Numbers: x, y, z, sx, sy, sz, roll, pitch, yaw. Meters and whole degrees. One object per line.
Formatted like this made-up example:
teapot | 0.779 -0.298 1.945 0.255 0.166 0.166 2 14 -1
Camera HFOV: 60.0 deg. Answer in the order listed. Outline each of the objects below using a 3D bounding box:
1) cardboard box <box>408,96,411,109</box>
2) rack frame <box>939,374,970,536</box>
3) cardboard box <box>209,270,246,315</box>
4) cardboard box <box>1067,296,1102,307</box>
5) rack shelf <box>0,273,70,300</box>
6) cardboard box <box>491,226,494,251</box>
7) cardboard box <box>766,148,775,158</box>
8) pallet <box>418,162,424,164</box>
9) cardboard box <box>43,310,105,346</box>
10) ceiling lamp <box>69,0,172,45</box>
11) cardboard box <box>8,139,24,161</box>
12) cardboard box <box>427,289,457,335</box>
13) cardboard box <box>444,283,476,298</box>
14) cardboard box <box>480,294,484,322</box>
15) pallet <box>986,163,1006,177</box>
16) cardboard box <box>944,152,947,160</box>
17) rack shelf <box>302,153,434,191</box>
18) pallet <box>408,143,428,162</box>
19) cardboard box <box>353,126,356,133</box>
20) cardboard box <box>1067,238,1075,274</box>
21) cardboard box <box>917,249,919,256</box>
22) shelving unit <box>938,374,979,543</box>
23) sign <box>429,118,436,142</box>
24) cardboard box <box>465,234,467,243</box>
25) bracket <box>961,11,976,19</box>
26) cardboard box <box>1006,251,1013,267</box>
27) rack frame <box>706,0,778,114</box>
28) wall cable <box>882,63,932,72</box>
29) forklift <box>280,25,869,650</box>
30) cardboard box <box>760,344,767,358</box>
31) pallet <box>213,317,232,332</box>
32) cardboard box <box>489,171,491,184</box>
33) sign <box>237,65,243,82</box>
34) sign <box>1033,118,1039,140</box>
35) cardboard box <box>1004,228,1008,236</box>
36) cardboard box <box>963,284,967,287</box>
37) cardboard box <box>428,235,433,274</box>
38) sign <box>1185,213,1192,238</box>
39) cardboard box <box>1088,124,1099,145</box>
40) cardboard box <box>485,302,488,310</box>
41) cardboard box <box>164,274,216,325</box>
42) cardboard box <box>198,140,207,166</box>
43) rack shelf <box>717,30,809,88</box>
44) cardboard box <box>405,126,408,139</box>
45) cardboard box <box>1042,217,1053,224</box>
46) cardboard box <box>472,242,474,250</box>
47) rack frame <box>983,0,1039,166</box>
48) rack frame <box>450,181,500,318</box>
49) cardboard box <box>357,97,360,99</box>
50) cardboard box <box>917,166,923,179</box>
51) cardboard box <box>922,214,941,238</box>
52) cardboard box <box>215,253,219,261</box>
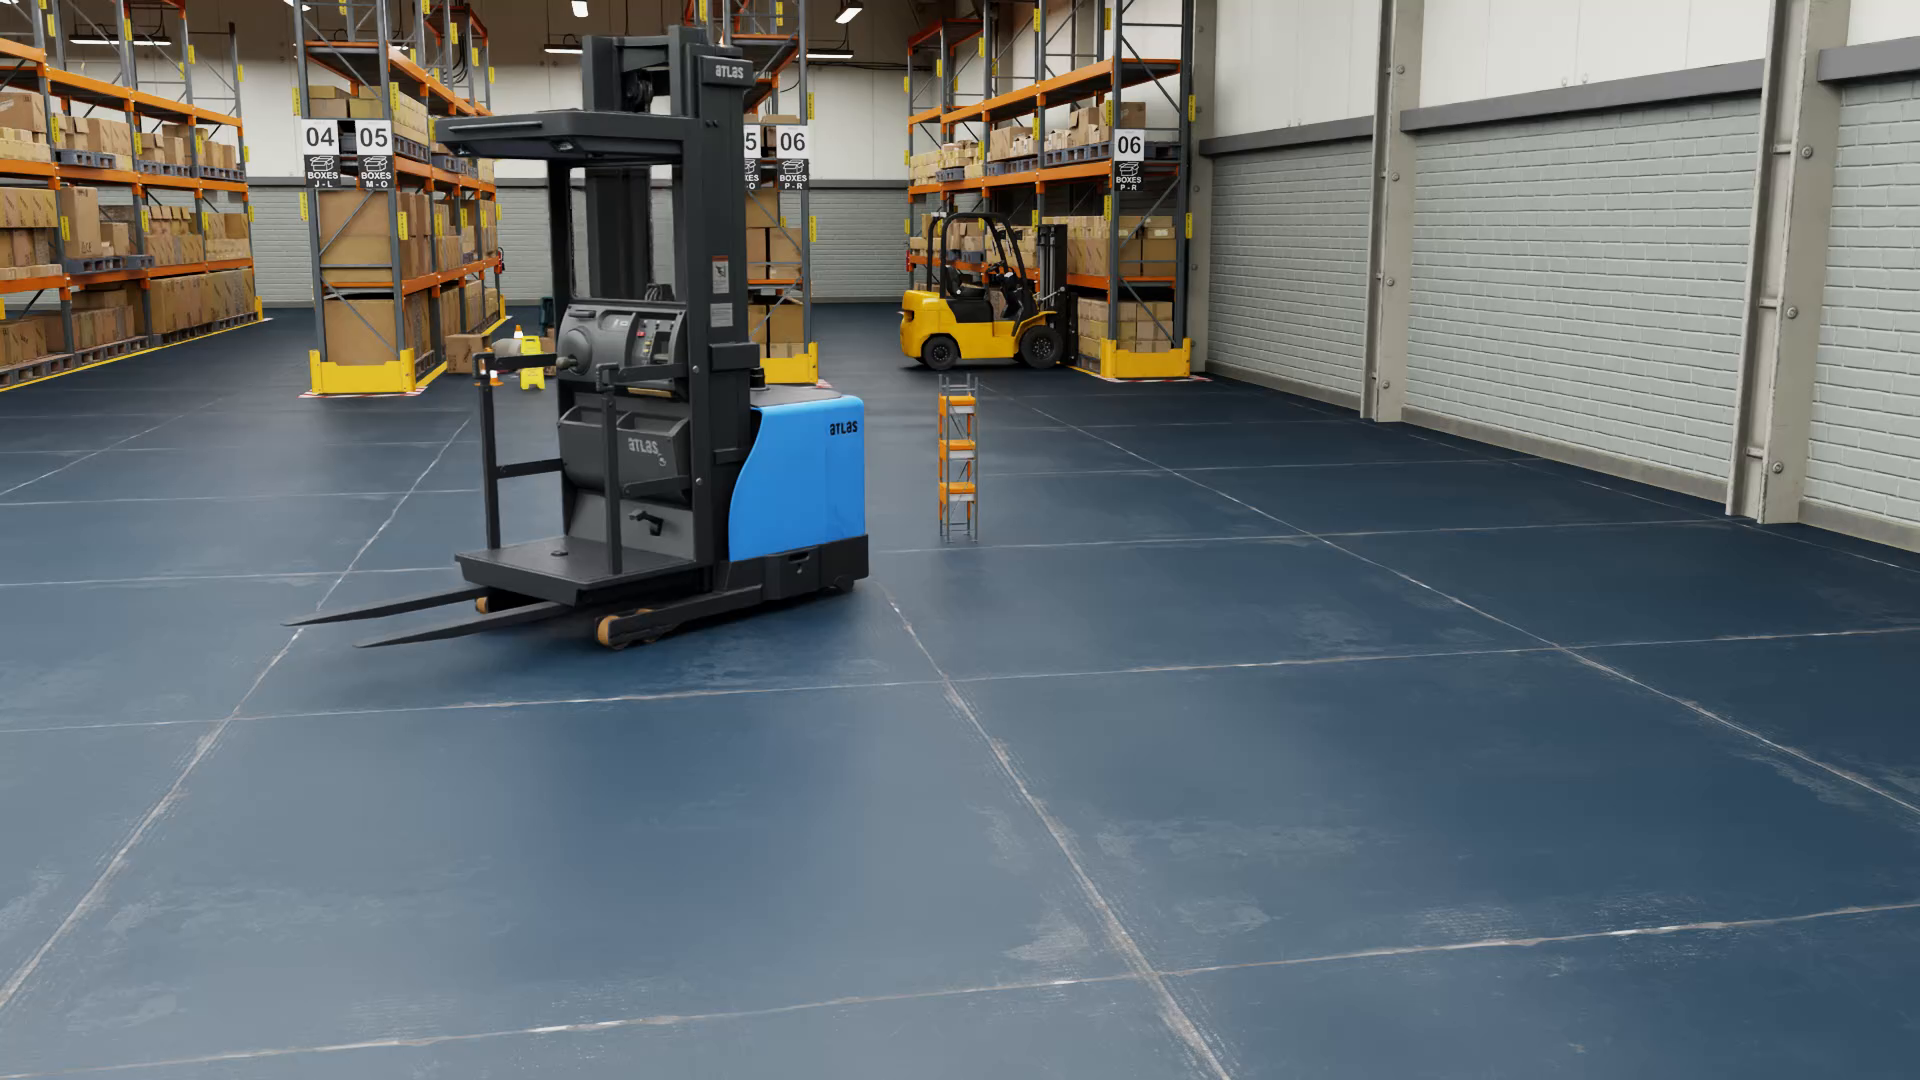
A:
cardboard box | -7.285 -5.637 21.416 0.380 0.149 0.250 -2 11 -10
rack frame | -0.034 -0.548 10.767 0.200 1.050 0.008 -2 11 -11
cardboard box | -14.853 -4.941 33.191 0.875 0.875 0.875 -2 11 -11
cardboard box | 1.769 -3.365 23.911 0.500 0.250 0.500 -2 11 -12
rack shelf | -12.510 -3.138 21.086 1.077 0.370 4.000 -2 11 -11
cardboard box | -9.805 -6.156 33.955 0.500 0.500 0.500 -2 11 -11
cardboard box | -2.285 -4.953 21.346 0.380 0.149 0.250 -2 11 -13
pallet | -8.240 -5.566 24.408 0.805 0.209 1.217 -3 11 -13
cardboard box | -13.180 -3.151 24.737 0.700 0.500 0.500 -3 11 -16
ceiling lamp | -18.143 -12.278 35.524 2.000 3.185 0.800 -2 11 -11
cardboard box | -12.358 -4.995 21.295 0.500 0.250 0.500 -2 11 -11
cardboard box | -8.588 -3.580 26.376 1.050 0.750 0.750 -2 11 -10
cardboard box | -8.871 -4.420 29.454 0.500 0.250 0.500 -2 11 -11
cardboard box | -9.179 -4.339 31.035 0.500 0.500 0.500 -2 11 -12
pallet | 1.132 -6.393 28.746 1.213 0.211 1.003 -2 11 -8
cardboard box | -0.108 -7.454 32.300 0.380 0.149 0.250 -2 11 -12
rack shelf | -7.625 -4.774 21.656 1.077 0.370 4.000 -2 11 -11
pallet | -7.865 -5.300 22.734 1.003 0.211 1.213 -2 11 -11
cardboard box | -7.879 -5.174 21.117 0.380 0.149 0.250 -2 11 -11
cardboard box | 1.815 -4.078 23.830 0.500 0.500 0.500 -2 11 -11
cardboard box | -0.754 -6.362 36.773 0.380 0.149 0.250 -2 11 -10
shelving unit | -0.010 -0.526 10.650 0.215 1.050 0.252 -2 11 -11
sign | -7.470 -5.807 23.568 0.100 0.325 0.005 -2 11 -11
cardboard box | -8.997 -5.364 29.611 0.380 0.149 0.250 -2 11 -9
bracket | -0.047 -11.279 36.261 0.076 0.066 4.783 -2 11 -11
cardboard box | 1.058 -4.688 27.705 0.500 0.250 0.500 -2 11 -9
rack frame | -3.178 -7.166 24.279 1.000 3.000 0.127 -2 11 -11
wall cable | -0.485 -13.362 41.957 2.988 3.039 0.133 -2 11 -11
forklift | -1.845 -1.020 8.218 1.130 2.935 3.031 9 14 39
cardboard box | -2.826 -2.484 21.954 0.500 0.250 0.500 -2 11 -11
pallet | -14.526 -4.098 31.664 1.003 0.211 1.213 -2 11 -11
cardboard box | -9.810 -7.362 33.735 0.500 0.250 0.500 -2 11 -9
sign | -14.697 -9.521 33.944 0.100 0.325 0.005 -2 11 -11
sign | 1.160 -6.261 25.320 0.100 0.325 0.005 -2 11 -11
cardboard box | 0.947 -5.196 27.971 0.380 0.149 0.250 -2 11 -10
cardboard box | 0.259 -4.852 31.992 0.380 0.149 0.250 -2 11 -9
cardboard box | -7.930 -4.027 23.429 0.875 0.550 0.550 -2 11 -11
sign | 3.014 -4.150 21.949 0.100 0.325 0.005 -2 11 -11
cardboard box | 1.960 -5.517 22.606 0.396 0.266 0.258 -2 11 -11
cardboard box | -9.326 -4.518 32.115 0.380 0.149 0.250 -2 11 -8
cardboard box | -14.310 -4.372 30.202 1.225 0.875 0.875 -2 11 -11
cardboard box | -14.766 -7.344 31.578 0.700 0.500 0.500 -2 11 -8
rack shelf | -2.789 -6.444 22.419 1.077 0.370 4.000 -2 11 -11
cardboard box | -7.185 -5.152 21.001 0.380 0.149 0.250 -2 11 -11
cardboard box | 1.461 -4.845 25.330 0.380 0.149 0.250 -2 11 -10
cardboard box | -9.247 -5.457 30.895 0.380 0.149 0.250 -2 11 -11
rack frame | 0.912 -8.081 29.085 1.000 3.000 0.127 -2 11 -11
rack frame | -10.348 -6.221 35.360 1.000 3.000 0.127 -2 11 -11
cardboard box | -7.980 -5.659 21.535 0.380 0.149 0.250 -2 11 -11
cardboard box | -0.619 -7.869 35.600 0.500 0.250 0.500 -2 11 -13
cardboard box | -0.527 -6.674 35.337 0.500 0.500 0.500 -2 11 -10
cardboard box | -14.289 -5.365 31.534 0.380 0.149 0.250 -2 11 -9
